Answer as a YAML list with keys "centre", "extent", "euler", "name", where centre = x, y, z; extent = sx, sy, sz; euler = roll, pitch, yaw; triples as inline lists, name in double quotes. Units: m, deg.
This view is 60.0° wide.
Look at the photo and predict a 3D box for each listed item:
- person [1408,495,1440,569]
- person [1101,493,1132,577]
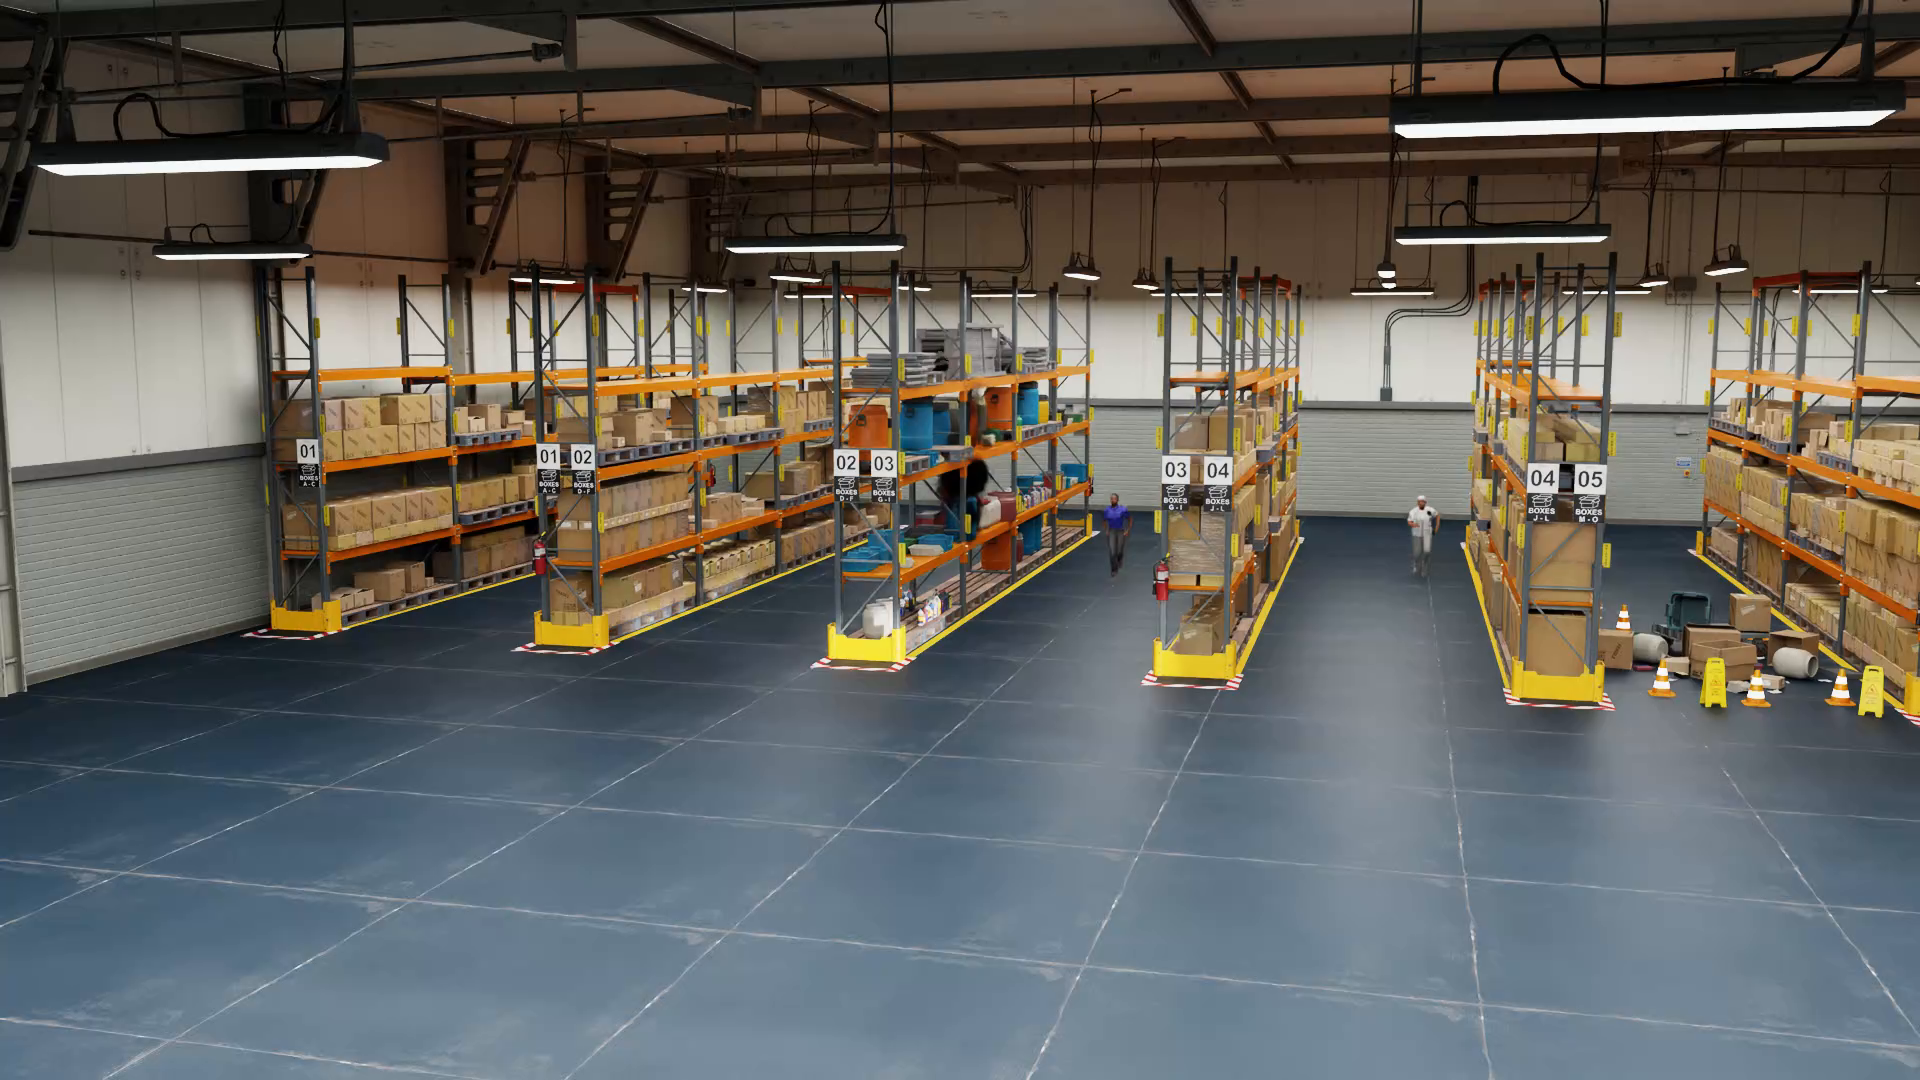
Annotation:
- centre: [9.356, -0.135, 33.596]
  extent: [0.613, 1.538, 0.800]
  euler: [2, 8, 18]
  name: "person"
- centre: [3.003, -0.106, 31.905]
  extent: [0.584, 1.596, 0.631]
  euler: [2, 7, 15]
  name: "person"
